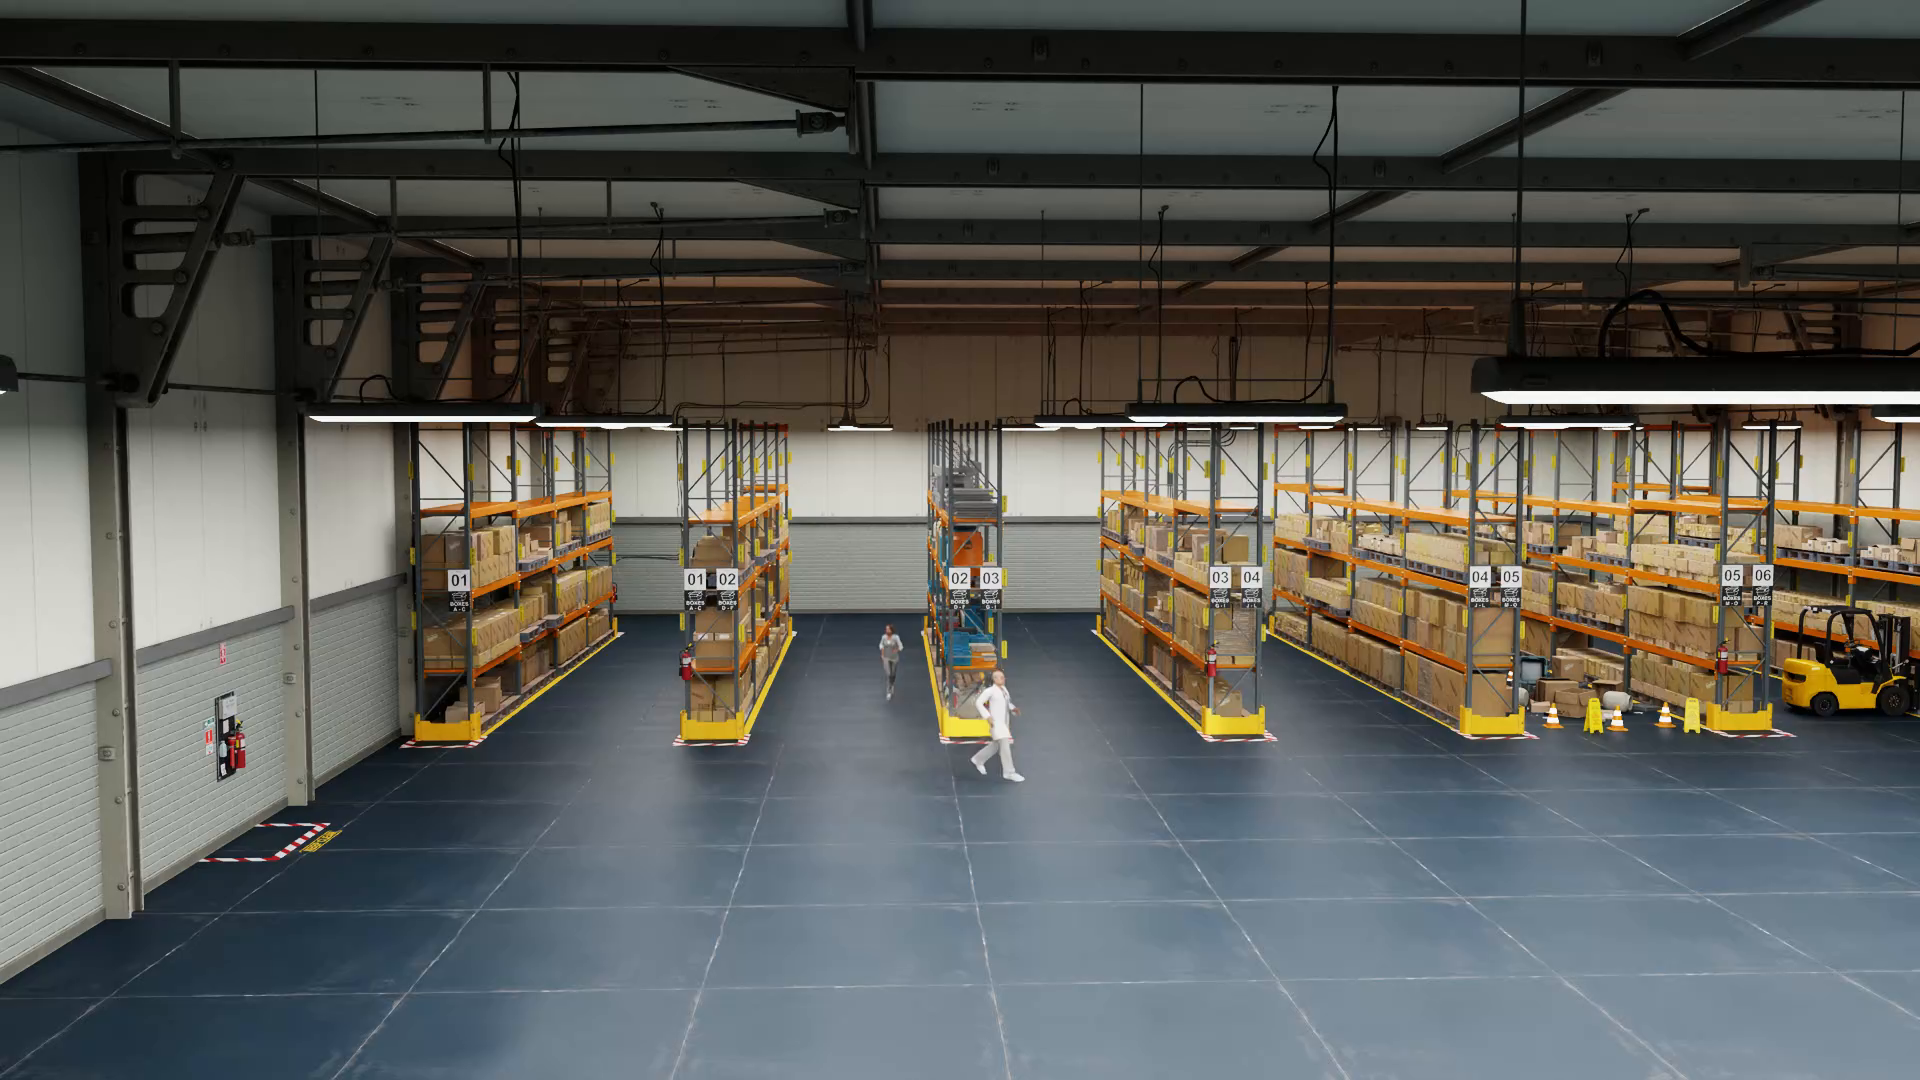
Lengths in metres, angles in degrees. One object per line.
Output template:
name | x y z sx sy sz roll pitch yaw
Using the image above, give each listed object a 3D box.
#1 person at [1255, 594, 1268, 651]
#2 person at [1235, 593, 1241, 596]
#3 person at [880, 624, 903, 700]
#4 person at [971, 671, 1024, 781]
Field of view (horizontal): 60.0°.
person | 7.846 2.028 44.155 0.689 1.773 0.709 0 4 -2
person | 7.766 1.873 46.477 0.692 1.803 0.723 0 4 5
person | -1.492 2.620 36.028 0.526 1.606 0.815 0 4 3
person | 0.617 3.049 27.474 1.035 1.774 0.716 2 4 28
